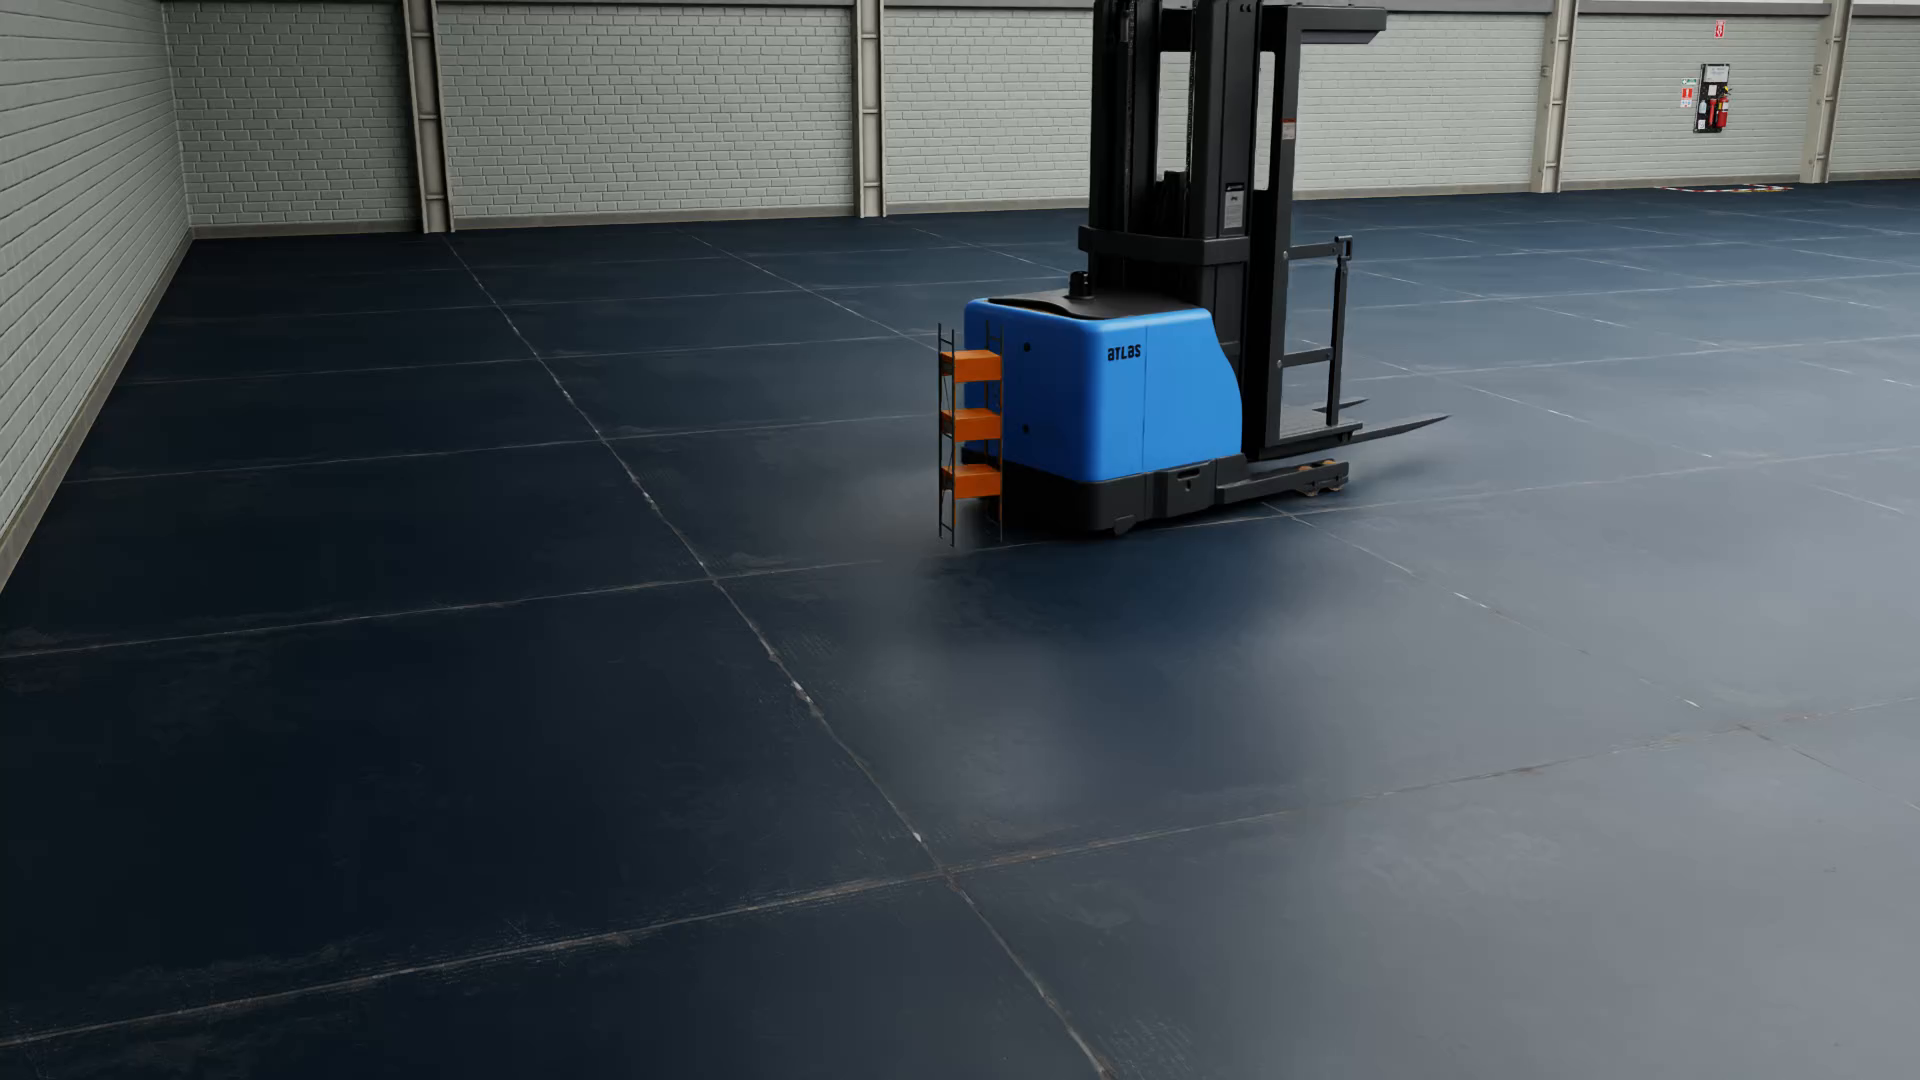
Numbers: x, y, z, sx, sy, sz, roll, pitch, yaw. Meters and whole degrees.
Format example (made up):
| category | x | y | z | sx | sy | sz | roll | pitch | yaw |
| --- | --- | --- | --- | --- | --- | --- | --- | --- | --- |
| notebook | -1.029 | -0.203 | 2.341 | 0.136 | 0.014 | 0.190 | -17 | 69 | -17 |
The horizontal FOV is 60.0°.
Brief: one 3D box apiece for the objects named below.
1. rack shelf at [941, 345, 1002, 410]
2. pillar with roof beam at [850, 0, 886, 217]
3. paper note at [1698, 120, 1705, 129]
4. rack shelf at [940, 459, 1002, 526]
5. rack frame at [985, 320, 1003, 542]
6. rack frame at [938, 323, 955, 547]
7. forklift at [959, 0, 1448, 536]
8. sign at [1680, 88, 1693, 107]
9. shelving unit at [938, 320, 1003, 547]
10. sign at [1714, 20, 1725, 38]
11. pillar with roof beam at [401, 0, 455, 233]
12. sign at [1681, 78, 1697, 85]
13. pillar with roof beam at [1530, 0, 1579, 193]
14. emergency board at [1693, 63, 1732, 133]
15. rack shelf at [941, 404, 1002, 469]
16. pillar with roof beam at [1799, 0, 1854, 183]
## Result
| category | x | y | z | sx | sy | sz | roll | pitch | yaw |
| --- | --- | --- | --- | --- | --- | --- | --- | --- | --- |
| rack shelf | 0.050 | -0.771 | 7.892 | 0.240 | 0.259 | 0.215 | -6 | 17 | -20 |
| pillar with roof beam | 0.241 | -7.873 | 18.937 | 0.400 | 9.000 | 9.100 | -6 | 17 | -20 |
| paper note | 12.997 | -7.280 | 29.130 | 0.142 | 0.148 | 0.016 | -6 | 17 | -20 |
| rack shelf | 0.050 | -0.232 | 8.050 | 0.240 | 0.259 | 0.215 | -6 | 17 | -20 |
| rack frame | 0.164 | -0.521 | 8.011 | 0.008 | 1.050 | 0.200 | -6 | 17 | -20 |
| rack frame | -0.064 | -0.497 | 7.927 | 0.008 | 1.050 | 0.200 | -6 | 17 | -20 |
| forklift | 1.471 | -1.740 | 8.822 | 3.031 | 2.935 | 1.130 | -12 | 20 | -36 |
| sign | 12.634 | -7.691 | 28.903 | 0.234 | 0.329 | 0.001 | -6 | 17 | -20 |
| shelving unit | 0.050 | -0.509 | 7.969 | 0.252 | 1.050 | 0.215 | -6 | 17 | -20 |
| sign | 13.144 | -8.840 | 28.765 | 0.199 | 0.298 | 0.001 | -6 | 17 | -20 |
| pillar with roof beam | -5.362 | -7.268 | 16.877 | 0.400 | 9.000 | 9.100 | -6 | 17 | -20 |
| sign | 12.641 | -7.944 | 28.822 | 0.331 | 0.109 | 0.001 | -6 | 17 | -20 |
| pillar with roof beam | 11.446 | -9.083 | 23.057 | 0.400 | 9.000 | 9.100 | -6 | 17 | -20 |
| emergency board | 13.187 | -7.703 | 29.005 | 0.643 | 1.169 | 0.194 | -6 | 17 | -20 |
| rack shelf | 0.050 | -0.499 | 7.972 | 0.240 | 0.259 | 0.215 | -6 | 17 | -20 |
| pillar with roof beam | 17.049 | -9.688 | 25.117 | 0.400 | 9.000 | 9.100 | -6 | 17 | -20 |
